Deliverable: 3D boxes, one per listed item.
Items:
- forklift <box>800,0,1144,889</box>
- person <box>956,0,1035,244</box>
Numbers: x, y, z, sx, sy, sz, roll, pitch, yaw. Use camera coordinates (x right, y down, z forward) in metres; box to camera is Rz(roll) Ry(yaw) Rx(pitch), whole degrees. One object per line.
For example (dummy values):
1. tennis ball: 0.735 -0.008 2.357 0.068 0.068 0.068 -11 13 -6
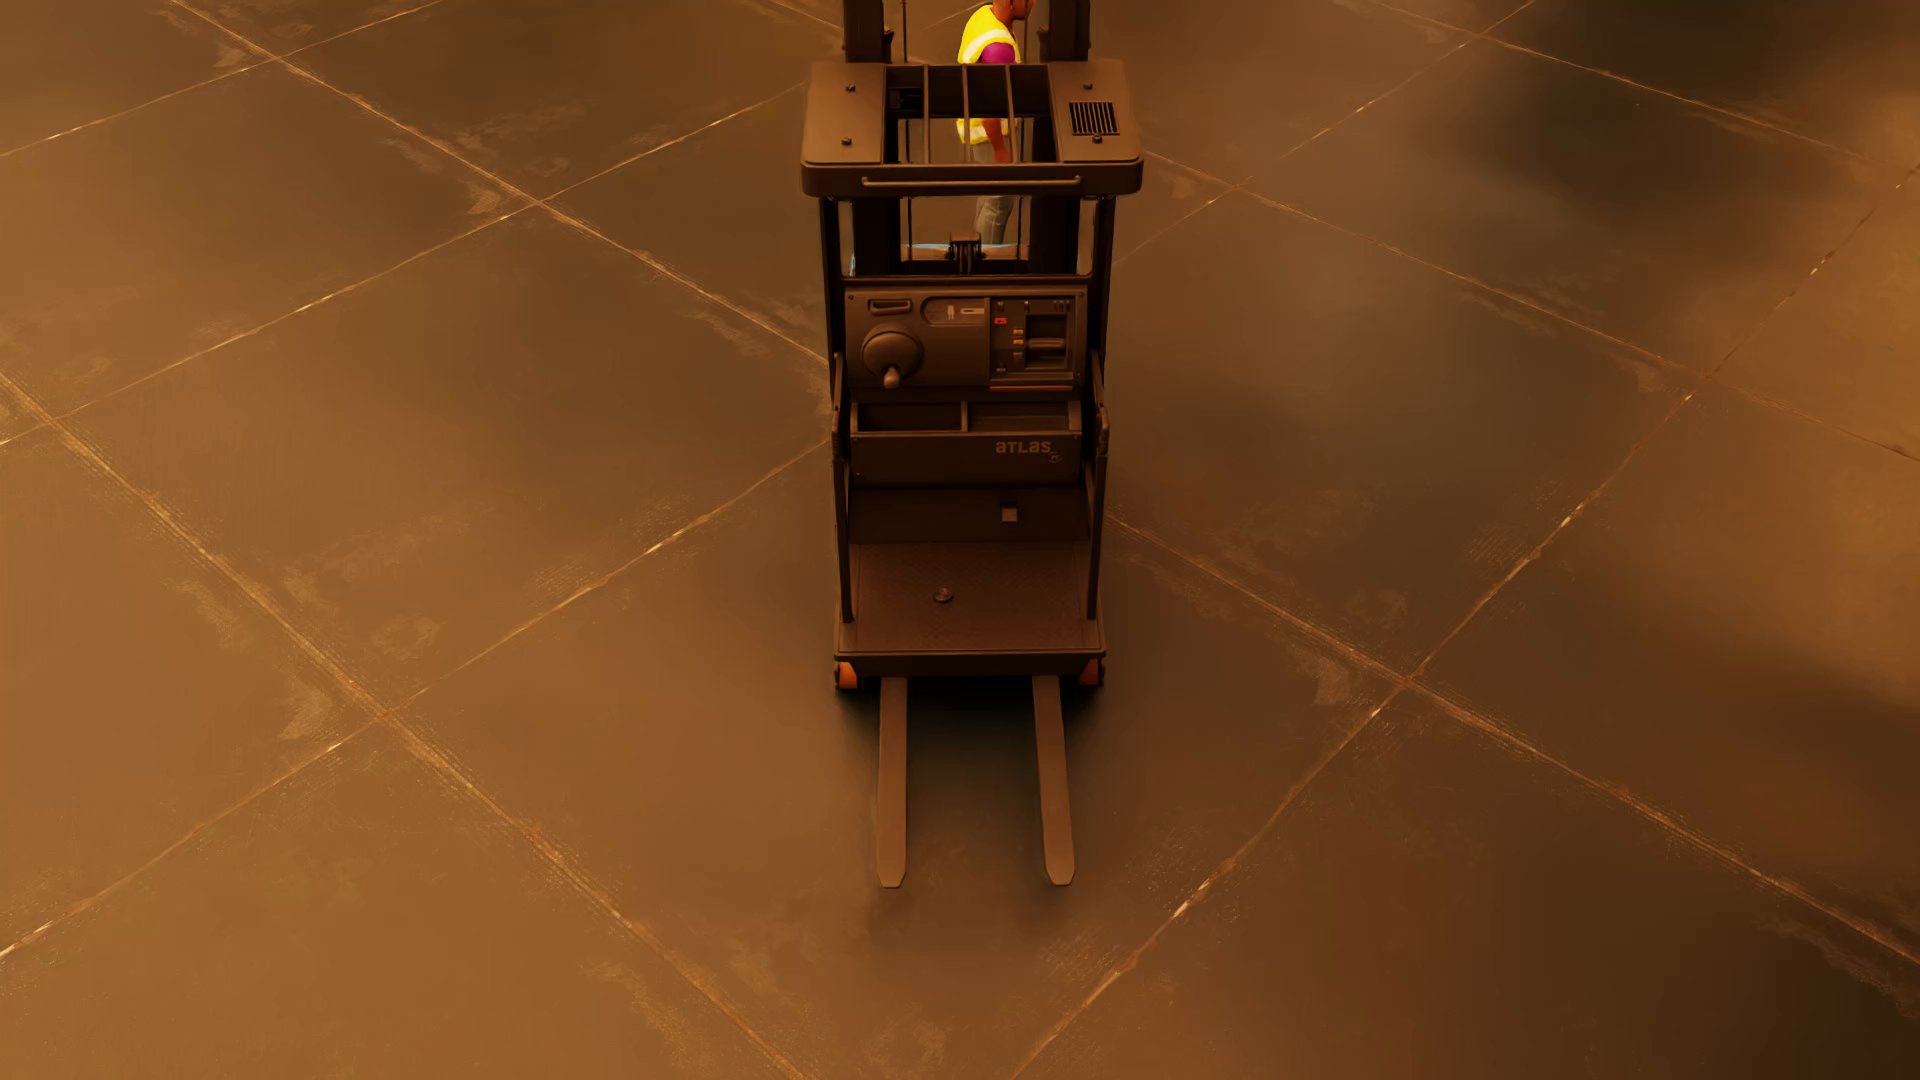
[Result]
1. forklift: 0.031 -0.699 6.243 1.130 2.935 3.031 -1 41 -1
2. person: 0.202 -2.214 8.912 0.461 1.759 0.630 0 41 0
